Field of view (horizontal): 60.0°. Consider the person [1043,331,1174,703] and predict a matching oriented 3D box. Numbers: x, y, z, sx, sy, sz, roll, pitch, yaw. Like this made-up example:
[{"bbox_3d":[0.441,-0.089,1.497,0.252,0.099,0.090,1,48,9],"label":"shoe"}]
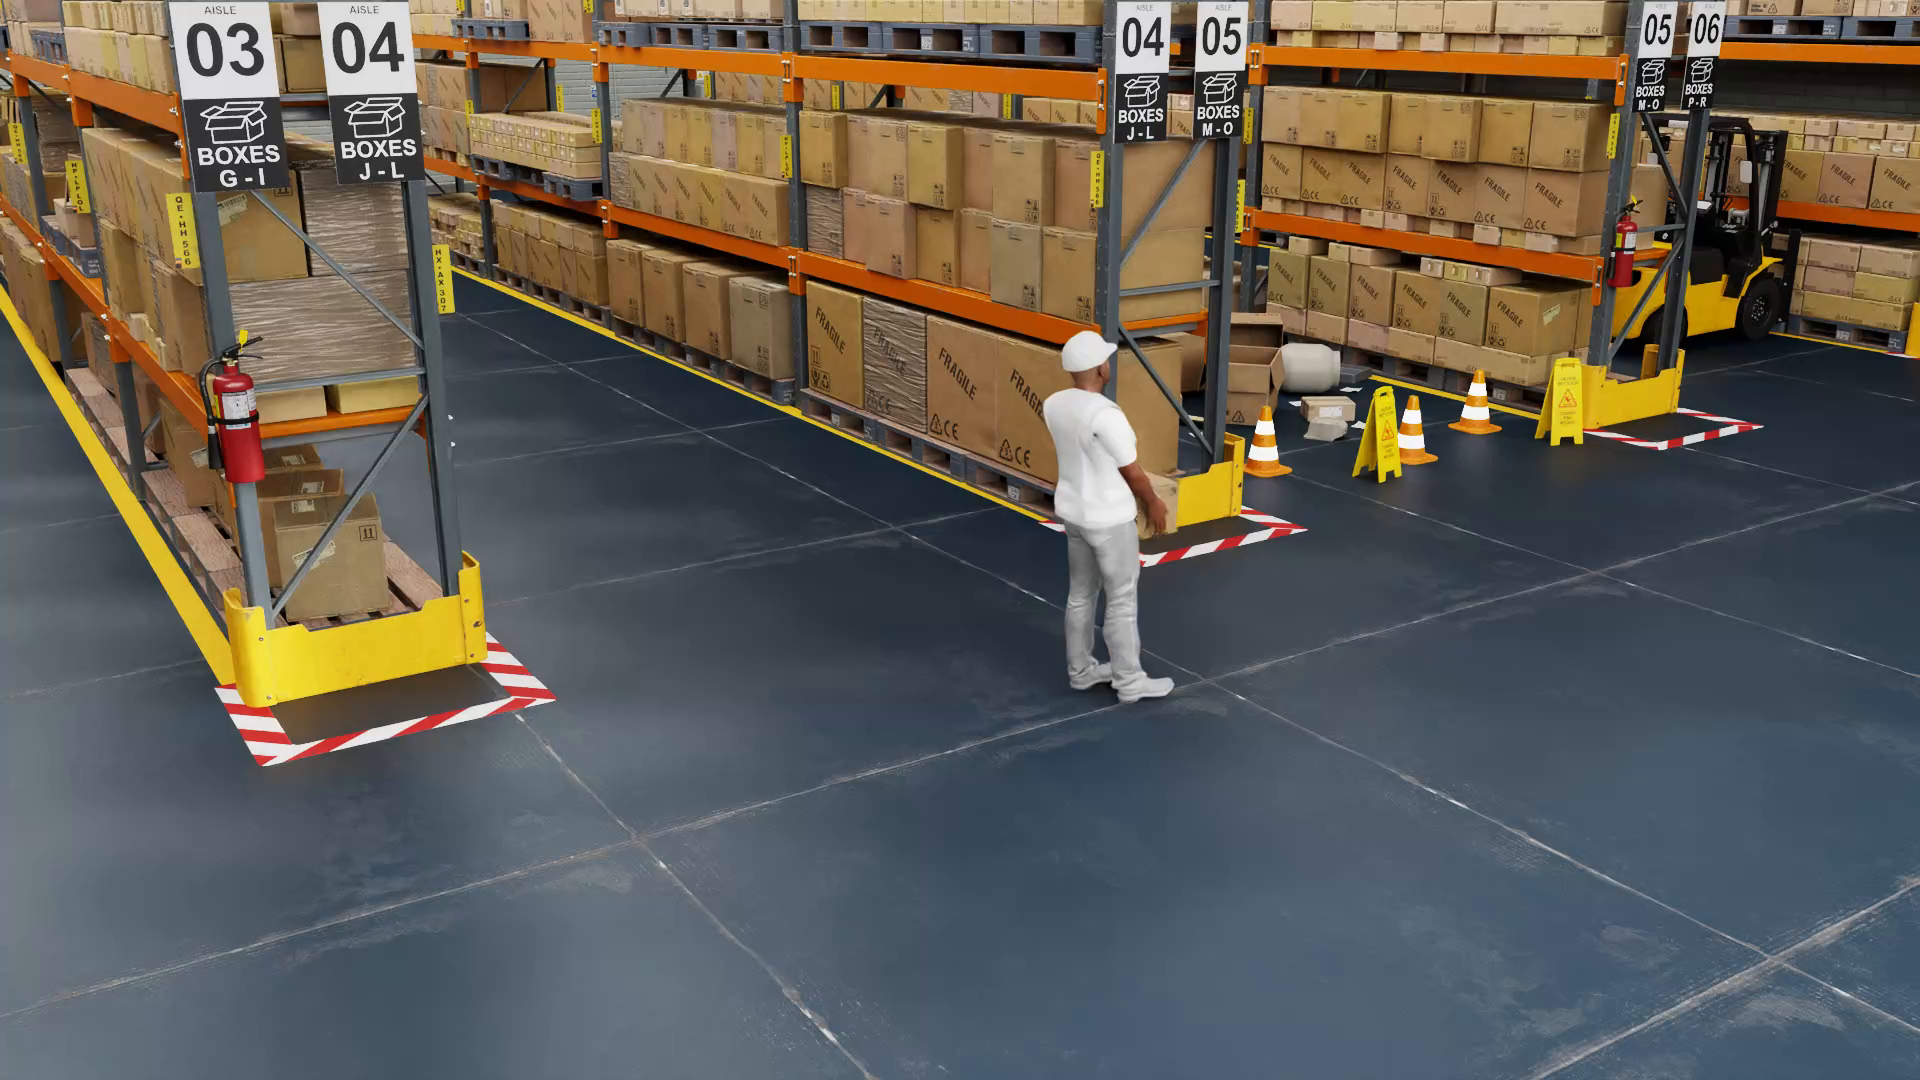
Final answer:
[{"bbox_3d":[0.695,-0.124,7.882,0.529,1.772,0.564,-11,21,-31],"label":"person"}]
